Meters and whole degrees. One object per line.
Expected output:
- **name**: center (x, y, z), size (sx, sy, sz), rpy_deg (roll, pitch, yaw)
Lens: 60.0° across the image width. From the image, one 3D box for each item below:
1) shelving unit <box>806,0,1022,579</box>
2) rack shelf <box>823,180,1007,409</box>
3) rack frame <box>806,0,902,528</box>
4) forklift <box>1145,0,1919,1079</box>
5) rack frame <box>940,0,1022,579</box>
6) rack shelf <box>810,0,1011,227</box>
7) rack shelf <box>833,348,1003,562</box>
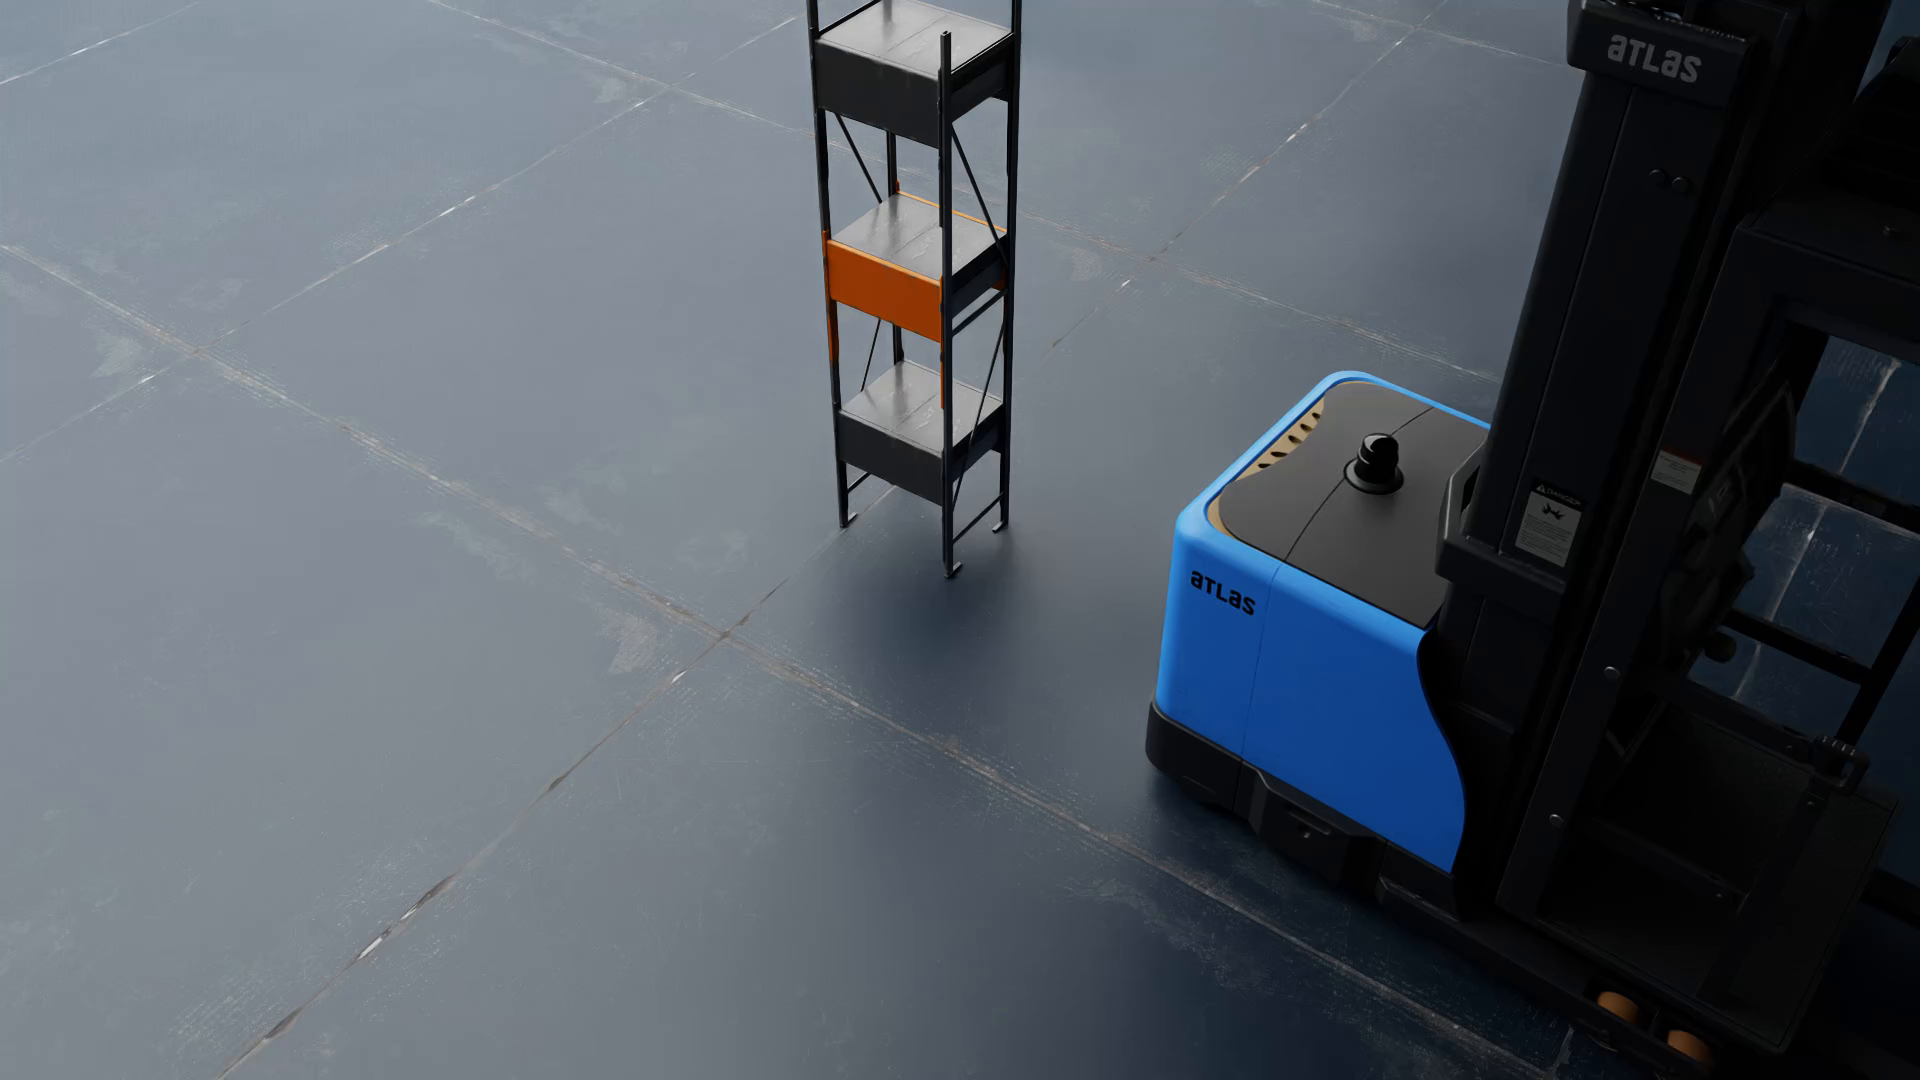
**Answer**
- **shelving unit**: center (-0.135, -0.846, 5.621), size (0.503, 2.100, 0.431), rpy_deg (25, 48, 25)
- **rack shelf**: center (-0.135, -0.836, 5.630), size (0.480, 0.518, 0.431), rpy_deg (25, 48, 25)
- **rack frame**: center (-0.335, -0.939, 5.725), size (0.015, 2.100, 0.400), rpy_deg (25, 48, 25)
- **forklift**: center (2.066, 0.012, 4.039), size (3.031, 2.935, 1.130), rpy_deg (28, 49, 28)
- **rack frame**: center (0.064, -0.752, 5.516), size (0.015, 2.100, 0.400), rpy_deg (25, 48, 25)
- **rack shelf**: center (-0.135, -1.357, 5.163), size (0.480, 0.518, 0.431), rpy_deg (25, 48, 25)
- **rack shelf**: center (-0.136, -0.314, 6.097), size (0.480, 0.518, 0.431), rpy_deg (25, 48, 25)
